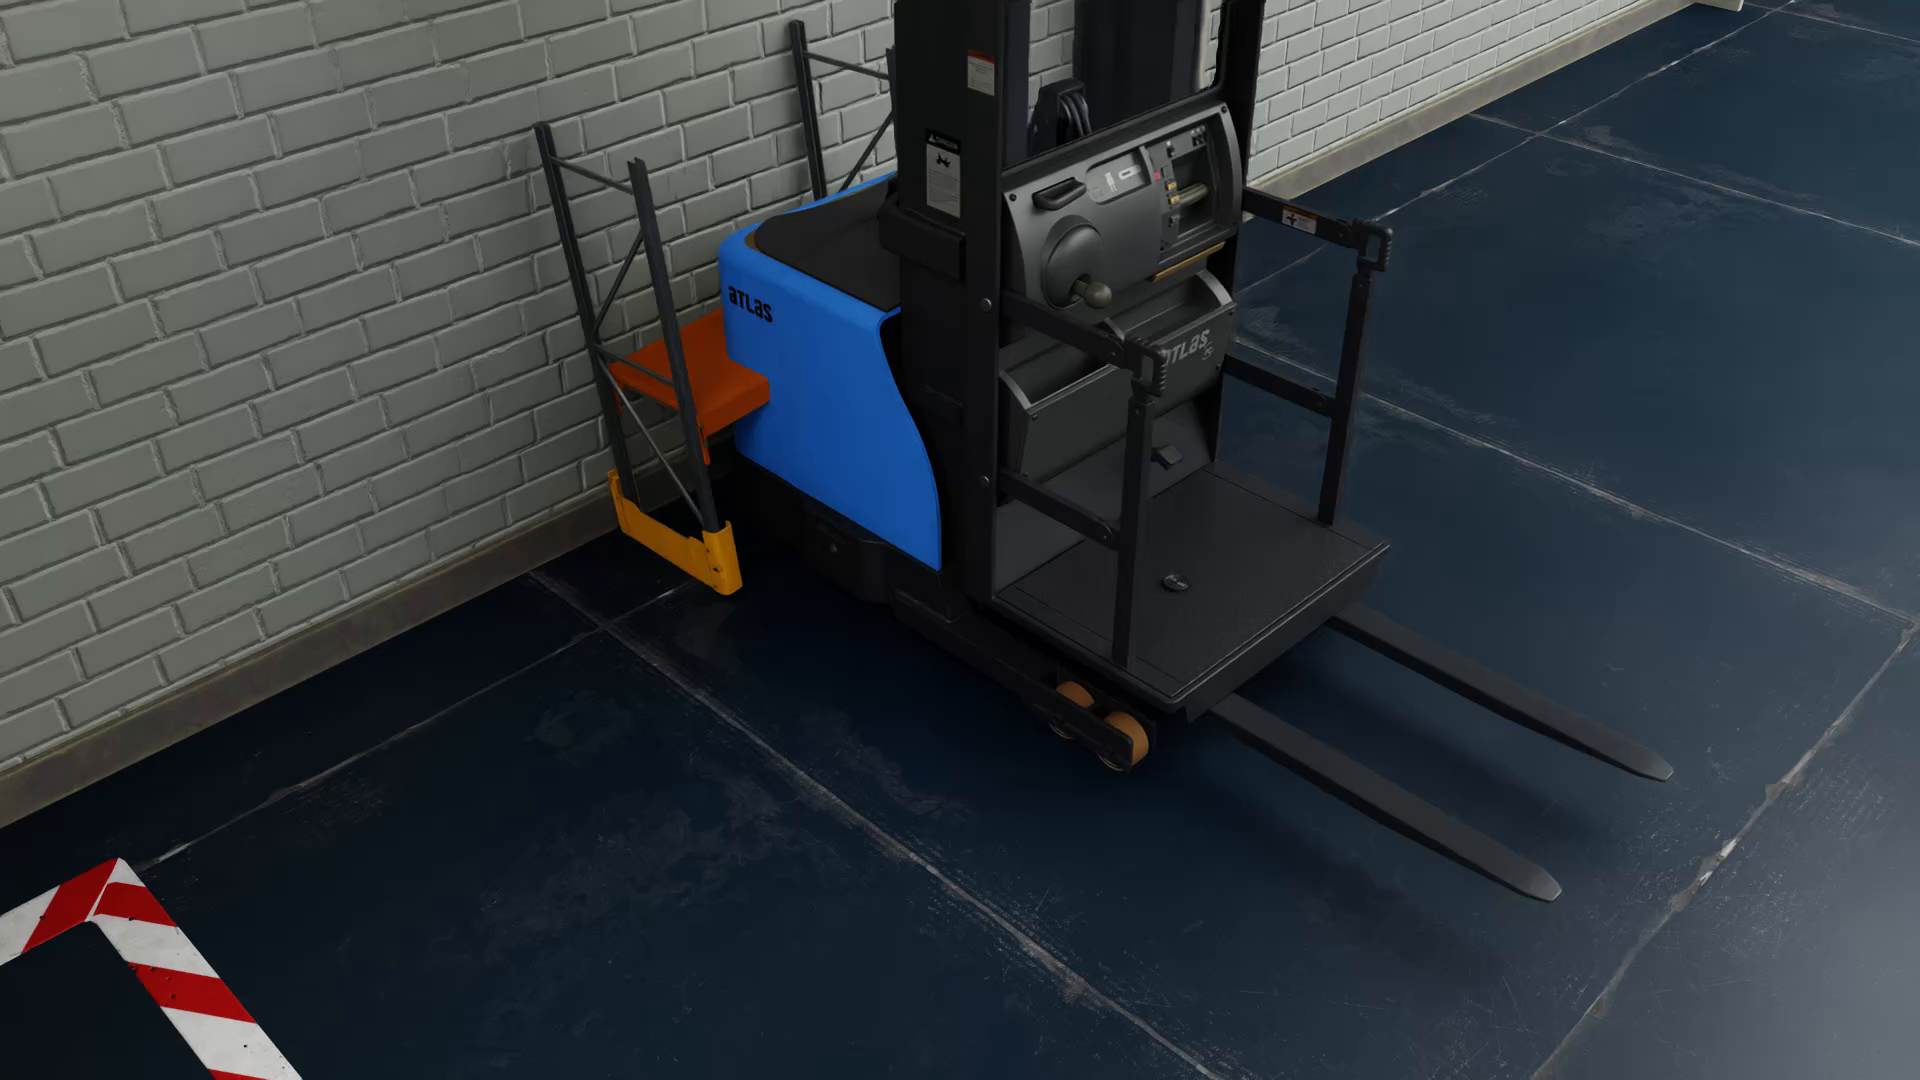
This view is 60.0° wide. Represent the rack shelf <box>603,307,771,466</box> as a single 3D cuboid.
[{"bbox_3d":[-0.648,-0.636,5.607,0.538,0.185,1.000,27,47,36],"label":"rack shelf"}]

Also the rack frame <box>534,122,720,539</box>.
[{"bbox_3d":[-1.011,-0.539,5.220,0.500,1.500,0.032,27,47,36],"label":"rack frame"}]

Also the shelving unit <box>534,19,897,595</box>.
[{"bbox_3d":[-0.669,-0.776,5.495,0.587,1.500,1.083,27,47,36],"label":"shelving unit"}]

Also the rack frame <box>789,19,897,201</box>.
[{"bbox_3d":[-0.314,-1.022,5.781,0.500,1.500,0.032,27,47,36],"label":"rack frame"}]

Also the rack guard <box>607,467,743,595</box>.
[{"bbox_3d":[-0.961,-0.038,5.590,0.587,0.250,0.087,27,47,36],"label":"rack guard"}]

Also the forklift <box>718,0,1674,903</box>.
[{"bbox_3d":[0.615,-0.875,4.443,3.031,2.935,1.130,30,45,35],"label":"forklift"}]

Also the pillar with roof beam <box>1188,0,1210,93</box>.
[{"bbox_3d":[3.798,-3.021,2.216,9.100,9.000,0.400,30,45,35],"label":"pillar with roof beam"}]
